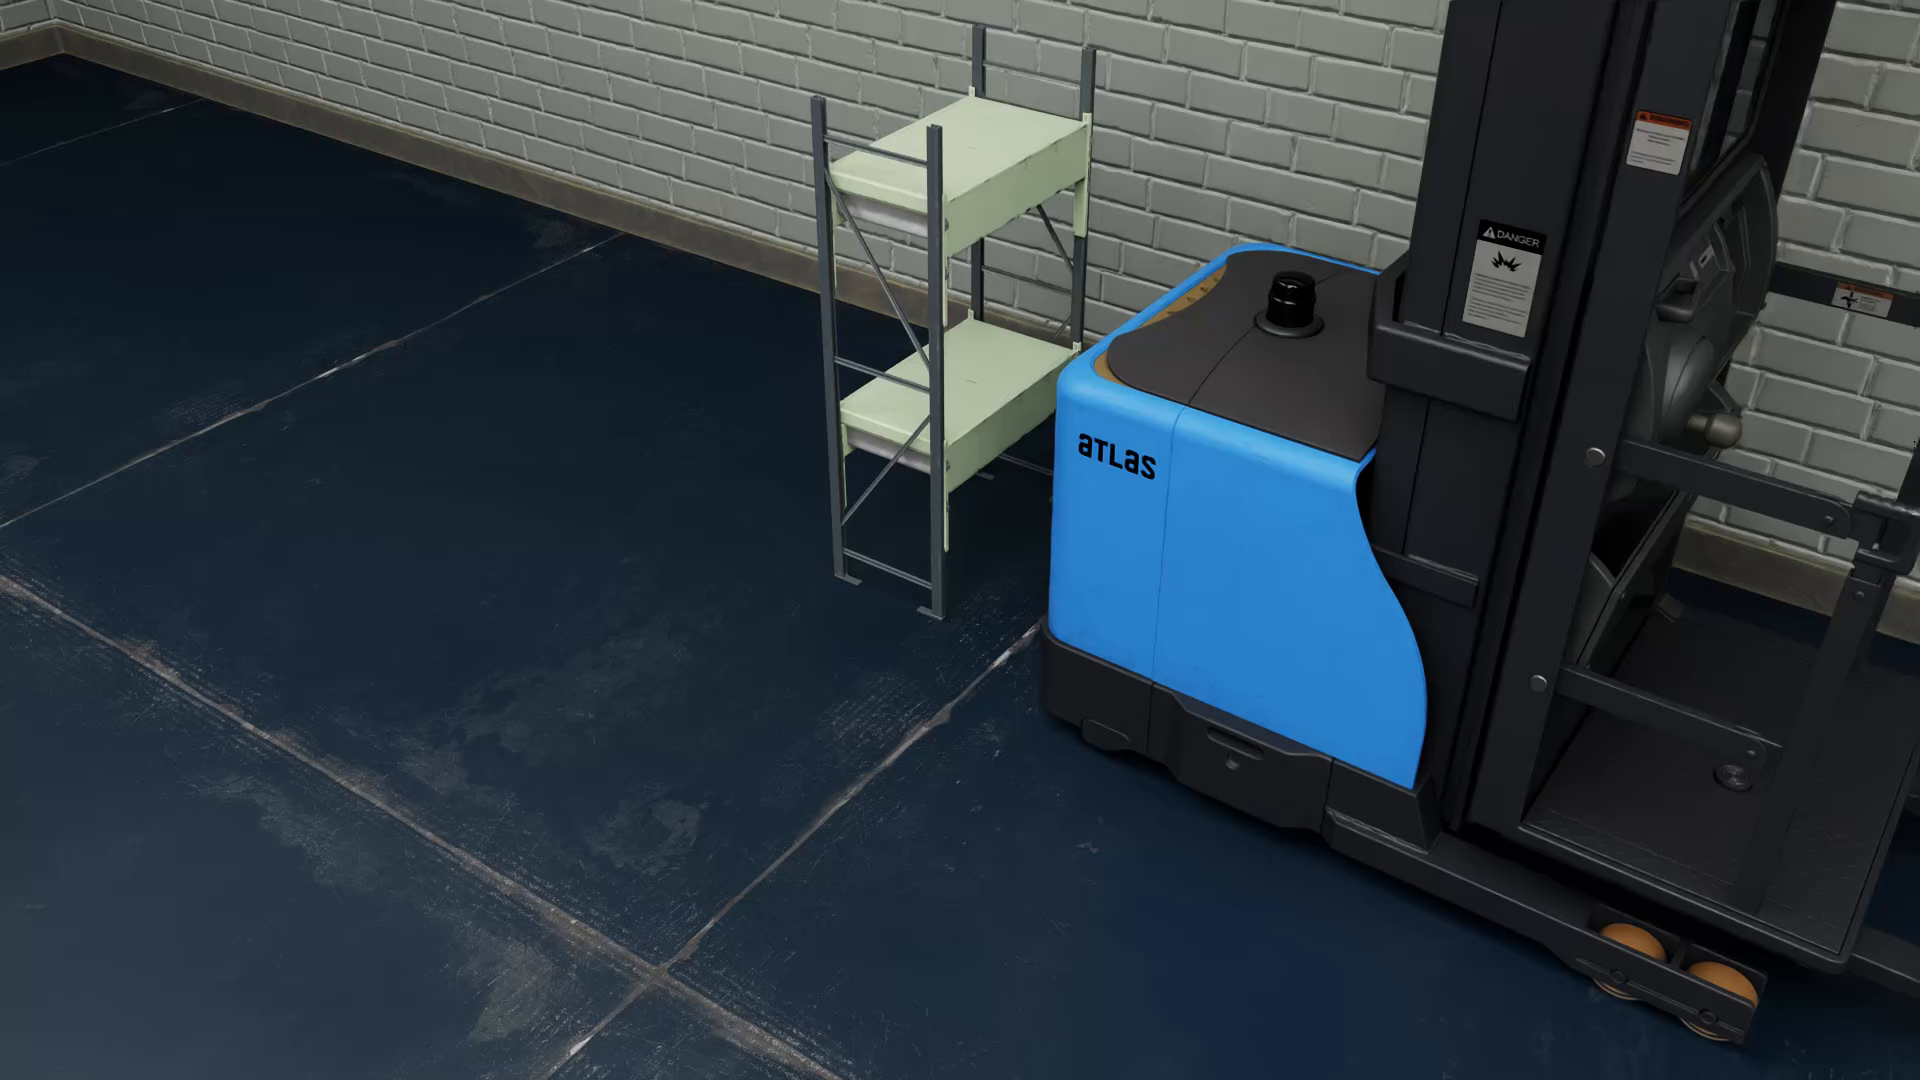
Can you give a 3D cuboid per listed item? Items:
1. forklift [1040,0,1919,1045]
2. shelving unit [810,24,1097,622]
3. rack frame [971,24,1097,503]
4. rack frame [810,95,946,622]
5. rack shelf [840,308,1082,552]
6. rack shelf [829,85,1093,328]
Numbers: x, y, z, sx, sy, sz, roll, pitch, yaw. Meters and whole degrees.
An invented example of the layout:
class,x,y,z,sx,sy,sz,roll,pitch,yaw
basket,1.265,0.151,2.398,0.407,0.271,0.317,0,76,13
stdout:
class,x,y,z,sx,sy,sz,roll,pitch,yaw
forklift,1.710,-0.463,3.318,3.031,2.935,1.130,22,40,29
shelving unit,-0.004,-0.618,4.825,0.431,1.500,0.755,21,39,28
rack frame,0.205,-0.787,5.074,0.400,1.500,0.023,21,39,28
rack frame,-0.212,-0.450,4.576,0.400,1.500,0.023,21,39,28
rack shelf,-0.004,-0.348,5.008,0.431,0.370,0.720,21,39,28
rack shelf,-0.004,-0.941,4.607,0.431,0.370,0.720,21,39,28
